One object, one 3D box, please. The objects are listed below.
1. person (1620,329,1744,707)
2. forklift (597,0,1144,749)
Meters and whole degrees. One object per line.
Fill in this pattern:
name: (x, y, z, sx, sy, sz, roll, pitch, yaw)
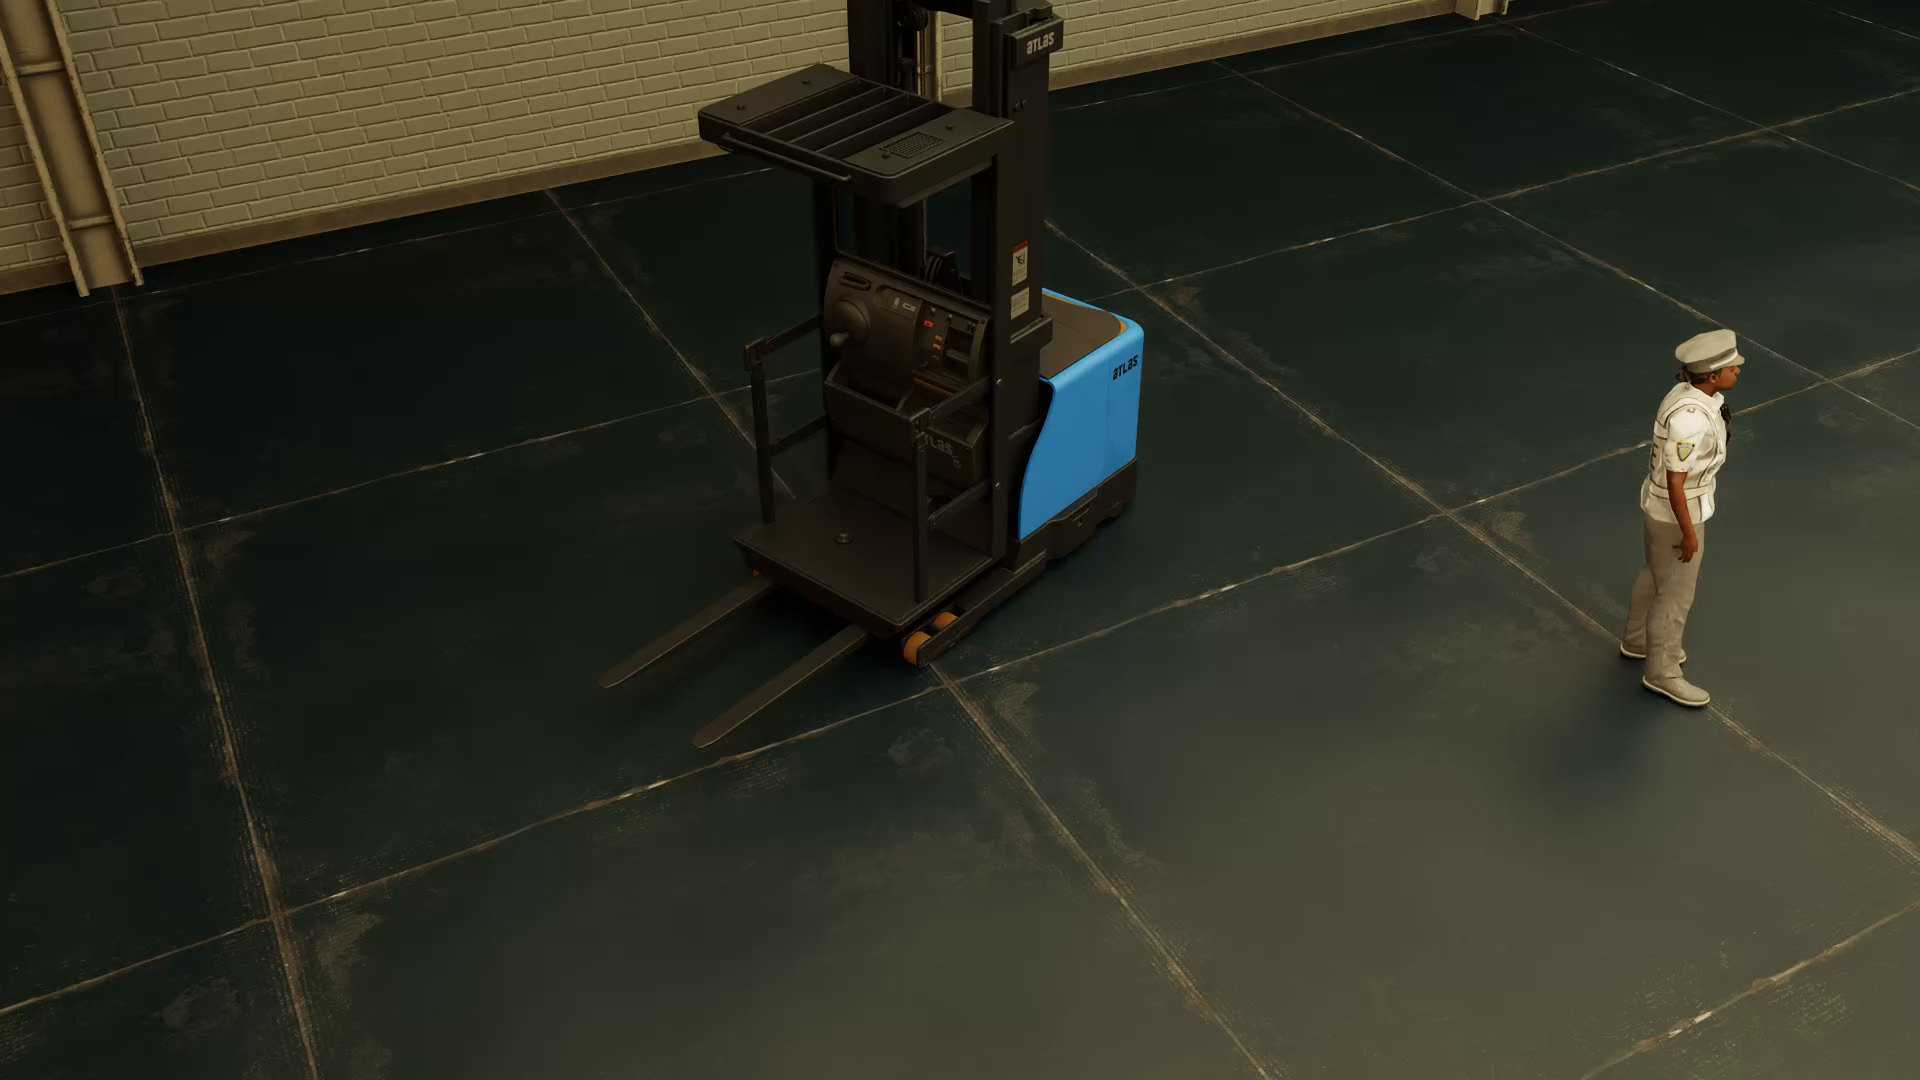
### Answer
person: (3.251, -0.121, 7.353, 0.528, 1.696, 0.569, 13, 37, 17)
forklift: (-0.390, -0.927, 7.434, 1.130, 2.935, 3.031, 26, 43, 31)
